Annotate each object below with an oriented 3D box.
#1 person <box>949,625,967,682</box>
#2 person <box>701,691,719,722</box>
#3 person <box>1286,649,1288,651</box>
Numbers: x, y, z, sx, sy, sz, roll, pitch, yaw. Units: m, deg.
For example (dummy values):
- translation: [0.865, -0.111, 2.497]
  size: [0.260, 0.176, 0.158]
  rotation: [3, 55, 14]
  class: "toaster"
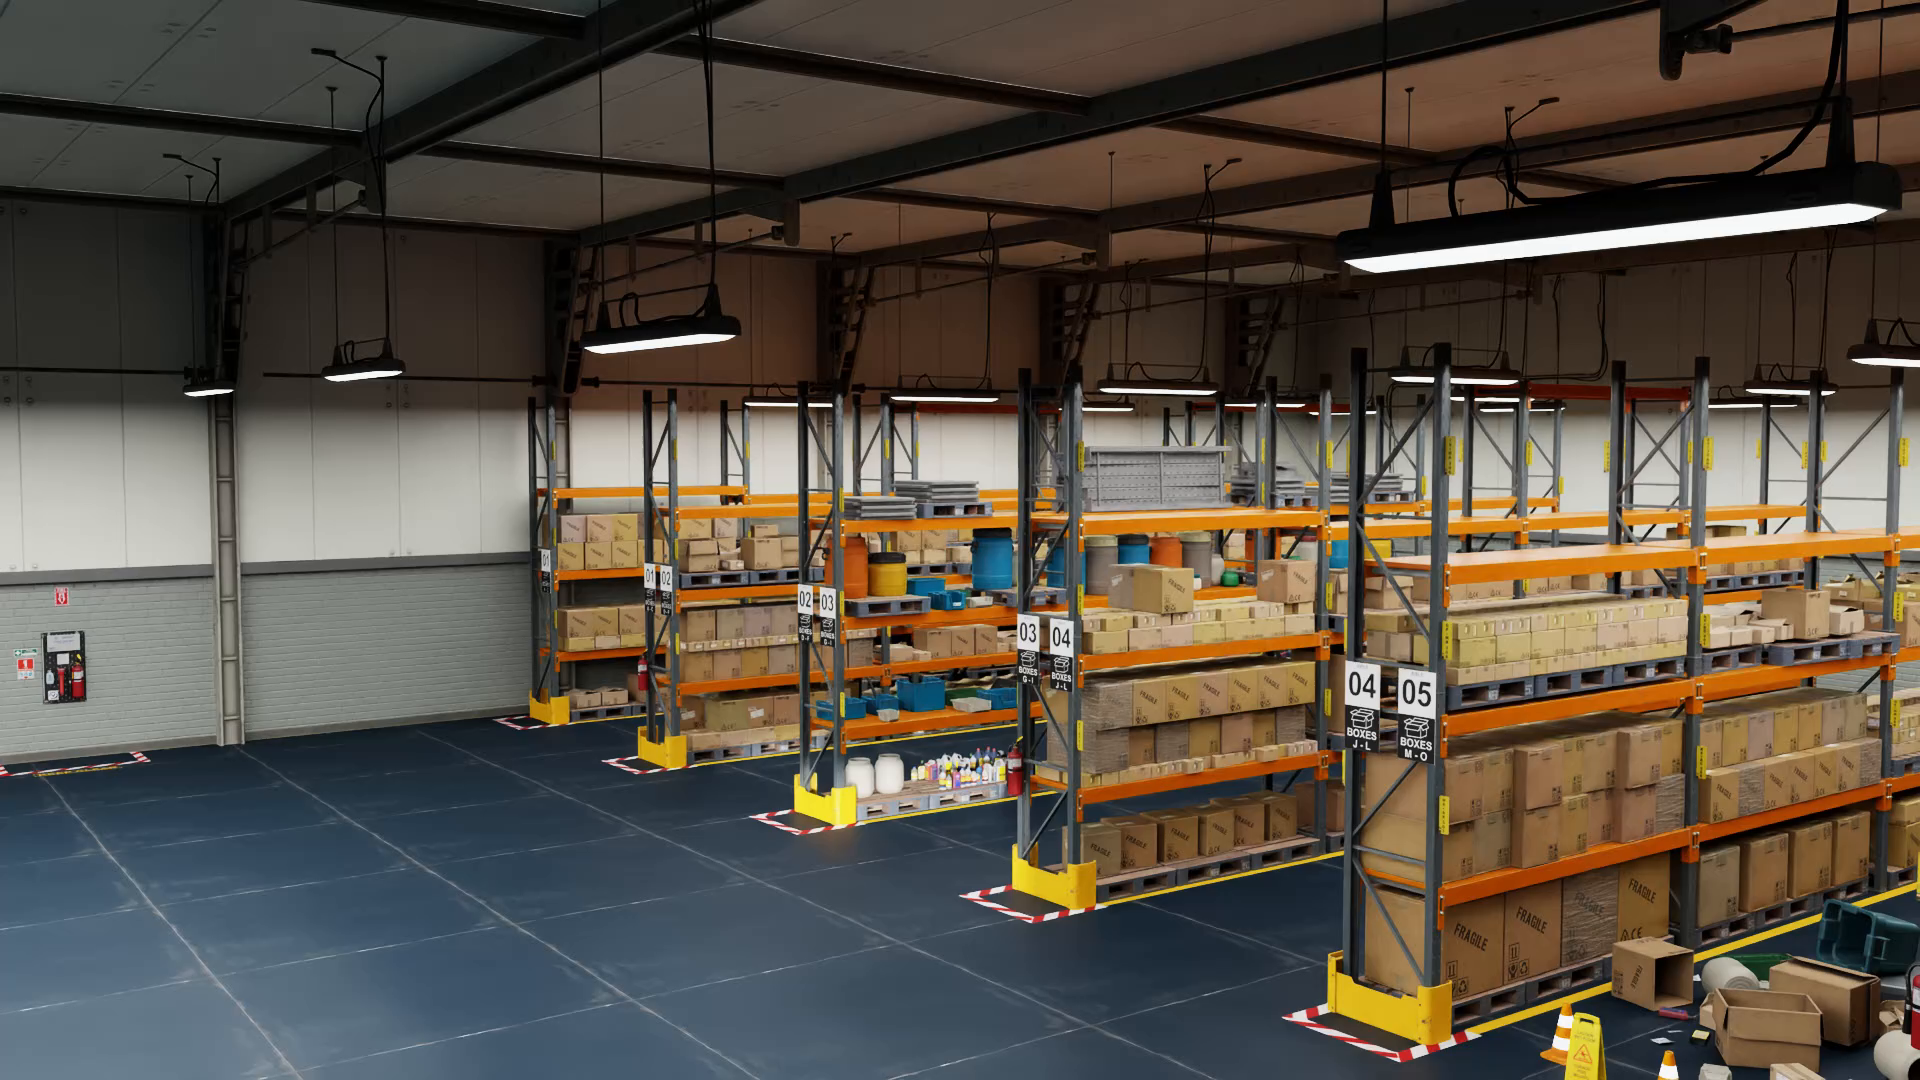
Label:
- translation: [0.048, 2.442, 32.756]
  size: [0.852, 1.559, 0.442]
  rotation: [-2, 4, -27]
  class: "person"
- translation: [-4.436, 2.607, 29.483]
  size: [0.724, 1.709, 0.510]
  rotation: [-2, 4, -29]
  class: "person"
- translation: [7.604, 2.164, 37.685]
  size: [0.795, 1.515, 0.570]
  rotation: [-2, 4, -25]
  class: "person"
